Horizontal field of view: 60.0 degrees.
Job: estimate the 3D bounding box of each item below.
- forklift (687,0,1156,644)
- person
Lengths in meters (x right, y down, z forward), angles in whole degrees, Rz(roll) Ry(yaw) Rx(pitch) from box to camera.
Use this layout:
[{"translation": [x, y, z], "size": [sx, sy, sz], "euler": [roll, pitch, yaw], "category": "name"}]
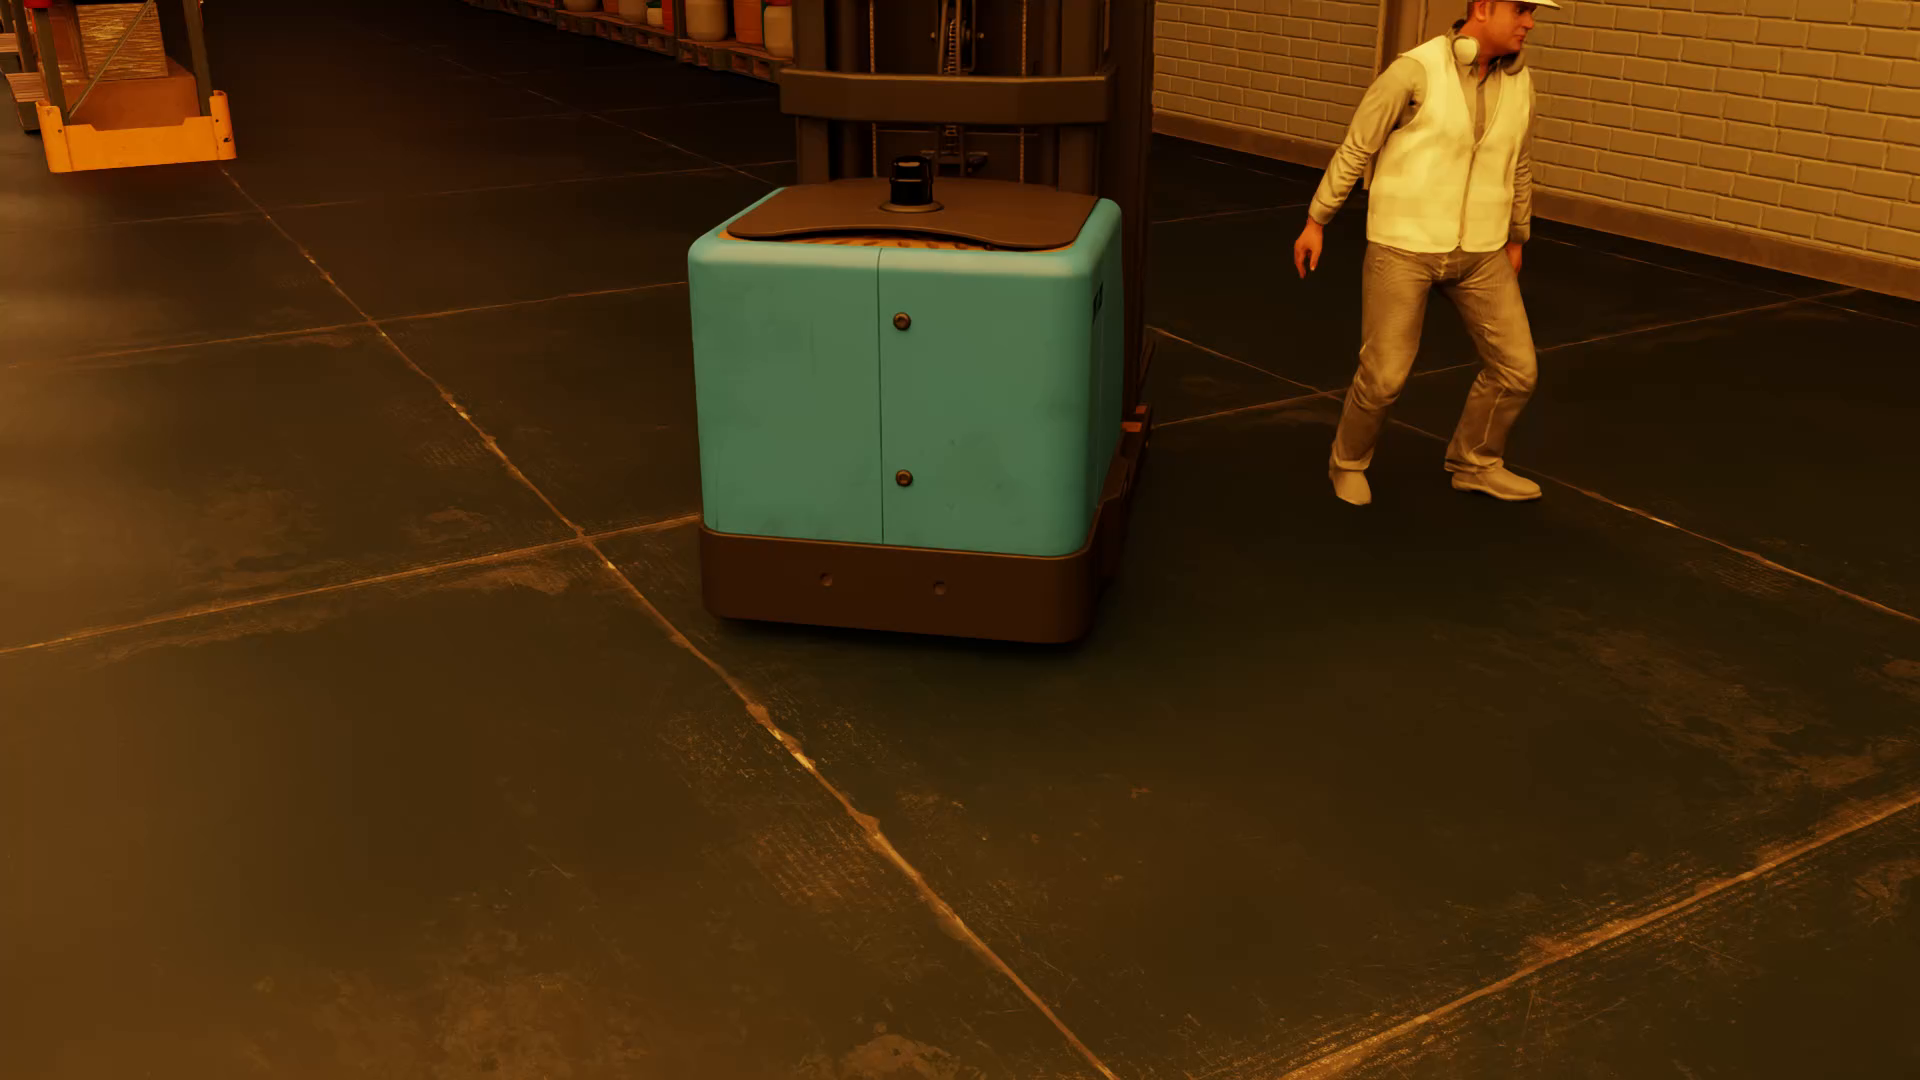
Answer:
[{"translation": [0.081, -1.615, 5.210], "size": [1.130, 2.935, 3.031], "euler": [4, 23, 10], "category": "forklift"}, {"translation": [1.465, -0.920, 5.170], "size": [0.852, 1.748, 0.472], "euler": [-3, 23, -8], "category": "person"}]
